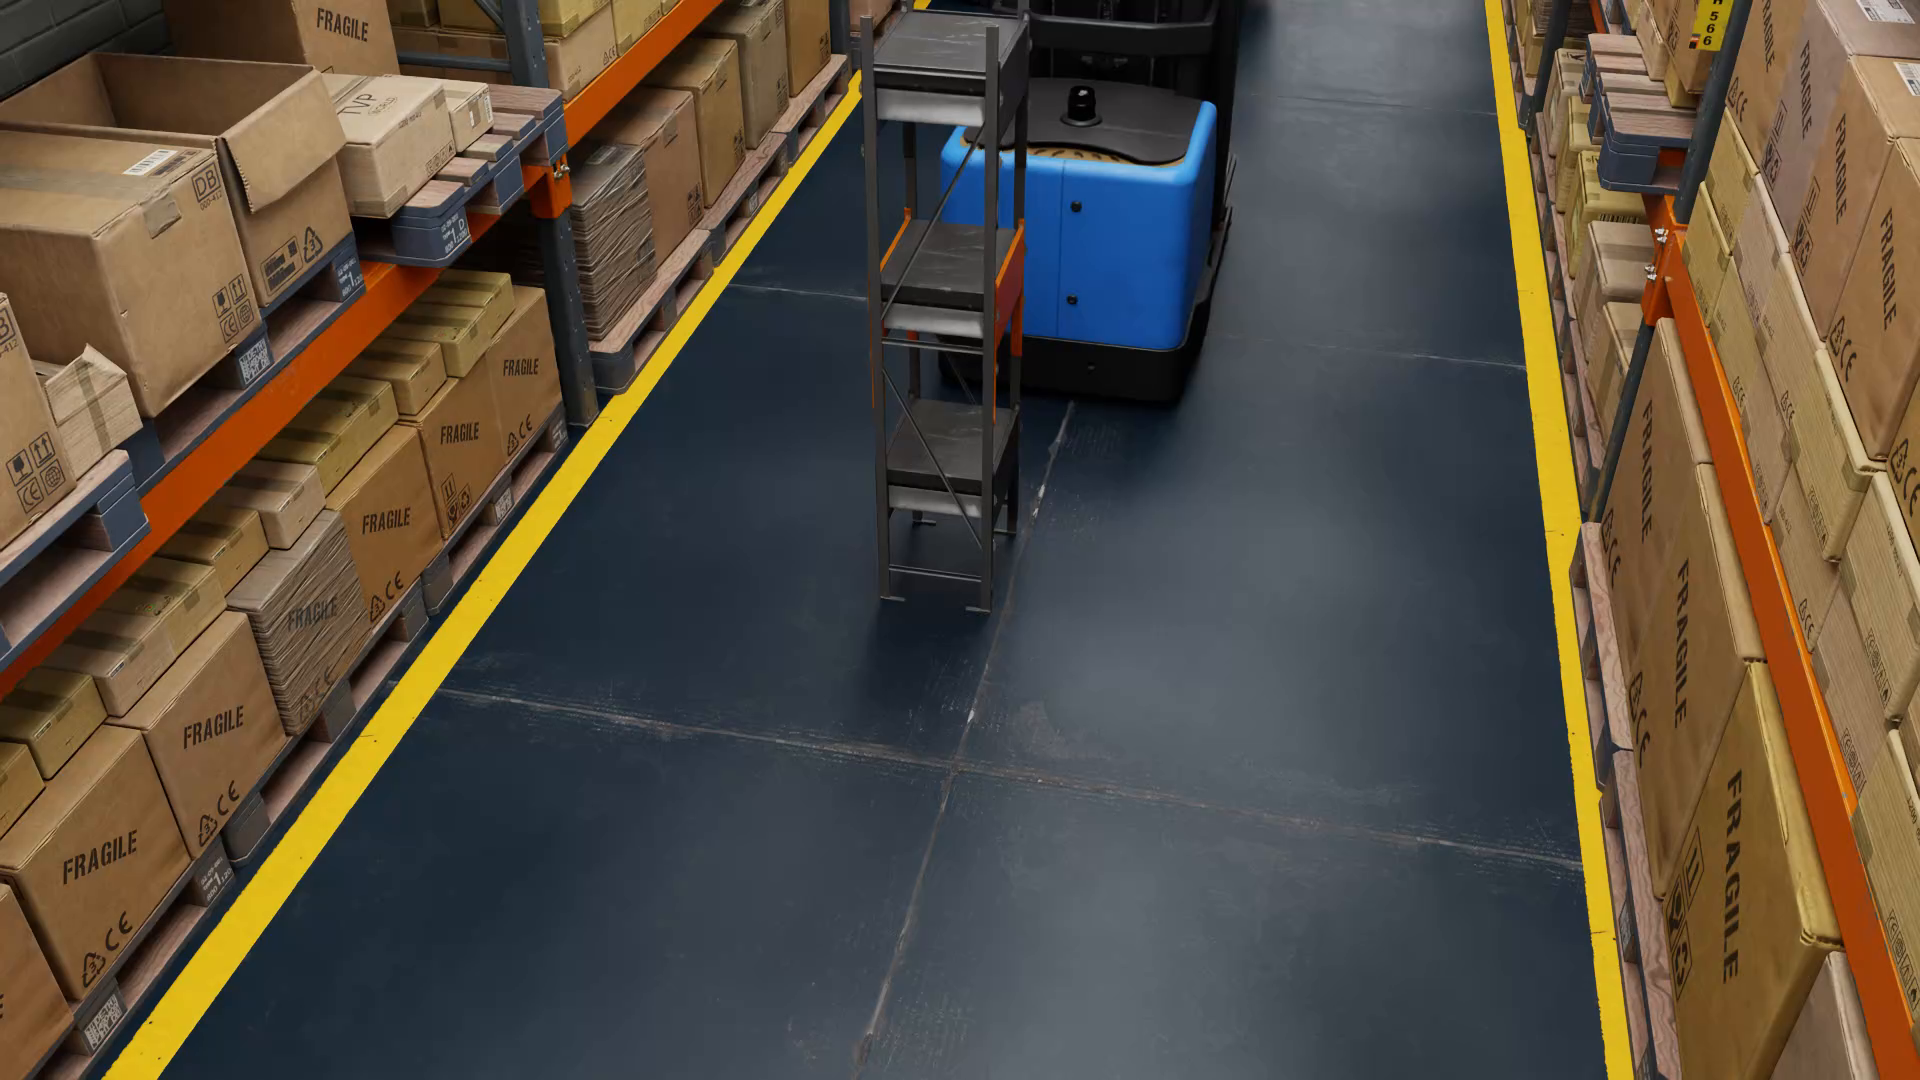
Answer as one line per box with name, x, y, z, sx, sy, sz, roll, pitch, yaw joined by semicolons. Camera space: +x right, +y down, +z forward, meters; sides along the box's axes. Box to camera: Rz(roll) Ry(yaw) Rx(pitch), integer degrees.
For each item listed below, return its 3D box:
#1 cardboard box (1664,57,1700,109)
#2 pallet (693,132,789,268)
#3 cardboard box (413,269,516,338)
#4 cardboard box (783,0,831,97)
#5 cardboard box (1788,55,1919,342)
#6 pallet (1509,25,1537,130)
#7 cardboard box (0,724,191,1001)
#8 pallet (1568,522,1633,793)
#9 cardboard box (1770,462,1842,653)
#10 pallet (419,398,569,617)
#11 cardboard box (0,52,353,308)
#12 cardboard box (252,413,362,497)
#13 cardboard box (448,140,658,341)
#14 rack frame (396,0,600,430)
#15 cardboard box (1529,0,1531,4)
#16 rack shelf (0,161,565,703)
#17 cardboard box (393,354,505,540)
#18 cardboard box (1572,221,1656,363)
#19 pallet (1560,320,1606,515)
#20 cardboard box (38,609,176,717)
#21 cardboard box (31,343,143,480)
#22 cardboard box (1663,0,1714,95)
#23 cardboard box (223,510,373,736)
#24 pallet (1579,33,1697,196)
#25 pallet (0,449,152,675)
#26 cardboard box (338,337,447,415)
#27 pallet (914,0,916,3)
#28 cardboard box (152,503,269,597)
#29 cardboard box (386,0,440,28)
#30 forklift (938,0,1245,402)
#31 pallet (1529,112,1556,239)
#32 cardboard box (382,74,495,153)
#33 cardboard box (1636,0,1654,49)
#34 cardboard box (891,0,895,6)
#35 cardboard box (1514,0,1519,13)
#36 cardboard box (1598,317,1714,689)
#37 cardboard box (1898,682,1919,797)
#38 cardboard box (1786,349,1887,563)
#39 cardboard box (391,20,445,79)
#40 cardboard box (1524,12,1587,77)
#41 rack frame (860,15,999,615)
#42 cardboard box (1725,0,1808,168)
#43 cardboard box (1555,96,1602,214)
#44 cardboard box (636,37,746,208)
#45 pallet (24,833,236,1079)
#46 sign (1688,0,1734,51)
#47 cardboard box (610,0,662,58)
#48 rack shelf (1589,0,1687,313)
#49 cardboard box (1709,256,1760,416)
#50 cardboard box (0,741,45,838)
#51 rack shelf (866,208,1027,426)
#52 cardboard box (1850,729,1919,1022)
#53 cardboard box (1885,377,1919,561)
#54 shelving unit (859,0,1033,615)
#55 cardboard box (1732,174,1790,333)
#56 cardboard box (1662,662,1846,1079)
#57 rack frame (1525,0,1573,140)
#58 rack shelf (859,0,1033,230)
cardboard box;2.664;-1.597;5.754;0.380;0.149;0.250;8;37;11
pallet;-1.536;-1.804;8.559;1.003;0.211;1.213;7;37;10
cardboard box;-1.871;-0.875;6.120;0.380;0.149;0.250;6;36;8
cardboard box;-1.259;-2.970;9.458;0.875;0.625;0.625;9;37;12
cardboard box;2.271;-0.762;3.808;0.500;0.500;0.500;8;37;11
pallet;3.800;-2.702;9.799;1.003;0.211;1.213;7;37;10
cardboard box;-2.440;0.811;4.347;0.500;0.500;0.500;7;36;9
pallet;2.595;0.423;5.487;1.003;0.211;1.213;7;37;10
cardboard box;2.175;0.041;3.765;0.500;0.250;0.500;7;37;10
pallet;-2.209;-0.216;6.369;1.003;0.211;1.213;7;37;10
cardboard box;-2.181;-1.022;4.658;0.797;0.503;0.637;7;36;9
cardboard box;-2.152;-0.280;5.300;0.380;0.149;0.250;7;36;9
cardboard box;-1.866;-1.333;7.199;0.875;0.625;0.625;8;37;11
rack frame;-2.013;-1.769;6.135;1.000;3.000;0.127;7;37;10
cardboard box;3.663;-3.467;9.824;0.500;0.500;0.500;8;37;11
rack shelf;-2.440;-0.331;4.764;1.077;0.370;4.000;7;37;10
cardboard box;-2.010;-0.372;5.979;0.500;0.500;0.500;7;36;9
cardboard box;3.117;-1.002;6.957;0.950;0.372;0.625;7;36;9
pallet;3.006;-0.468;6.715;1.003;0.211;1.213;7;37;10
cardboard box;-2.368;0.317;4.476;0.380;0.149;0.250;7;37;10
cardboard box;-2.195;-0.340;3.919;0.396;0.266;0.258;9;37;12
cardboard box;2.663;-1.775;5.447;0.500;0.500;0.500;6;36;9
cardboard box;-2.212;0.229;5.151;0.500;0.500;0.500;6;36;8
pallet;2.885;-1.493;5.917;1.213;0.211;1.003;7;37;10
pallet;-2.590;0.158;3.640;1.003;0.211;1.213;7;37;10
cardboard box;-1.998;-0.569;5.698;0.380;0.149;0.250;6;36;8
pallet;-0.689;-4.085;11.707;1.003;0.211;1.213;7;37;10
cardboard box;-2.284;0.017;4.890;0.380;0.149;0.250;7;37;10
cardboard box;-2.188;-2.203;6.435;0.500;0.250;0.500;8;37;11
forklift;0.746;-2.627;7.377;1.130;2.935;3.031;8;37;11
pallet;3.527;-1.866;8.645;1.003;0.211;1.213;7;37;10
cardboard box;-1.778;-1.412;5.499;0.380;0.149;0.250;8;37;11
cardboard box;2.736;-1.891;6.159;0.380;0.149;0.250;6;36;8
cardboard box;-0.638;-3.648;10.712;0.500;0.250;0.500;7;36;9
cardboard box;3.772;-3.469;10.465;0.500;0.250;0.500;8;37;11
cardboard box;2.609;-0.073;5.247;0.875;0.875;0.875;7;37;10
cardboard box;1.939;0.432;2.800;0.500;0.250;0.500;8;37;11
cardboard box;2.137;-0.161;3.619;0.500;0.250;0.500;8;37;11
cardboard box;-2.167;-1.998;6.578;0.500;0.250;0.500;7;36;9
cardboard box;3.555;-2.871;9.641;0.500;0.250;0.500;9;37;12
rack frame;-0.087;-0.615;5.310;0.400;2.100;0.015;7;37;10
cardboard box;2.493;-1.342;4.608;0.500;0.500;0.500;6;36;8
cardboard box;3.432;-1.834;8.106;0.950;0.372;0.625;10;37;13
cardboard box;-1.591;-2.095;8.250;0.875;0.625;0.625;6;36;8
pallet;-2.730;1.182;4.439;1.003;0.211;1.213;7;37;10
sign;2.305;-1.648;5.049;0.100;0.325;0.005;7;37;10
cardboard box;-1.567;-2.220;6.884;0.500;0.250;0.500;7;36;9
rack shelf;3.264;-2.004;7.072;1.077;0.370;4.000;7;37;10
cardboard box;2.394;-0.542;4.570;0.500;0.250;0.500;6;36;9
cardboard box;-2.503;0.614;4.066;0.380;0.149;0.250;6;36;8
rack shelf;-0.035;-0.744;5.511;0.431;0.518;0.480;7;37;10
cardboard box;1.942;0.625;2.960;0.500;0.250;0.500;7;36;9
cardboard box;2.064;-0.174;2.997;0.500;0.500;0.500;8;37;11
shelving unit;-0.035;-0.755;5.503;0.431;2.100;0.503;7;37;10
cardboard box;2.376;-0.735;4.410;0.500;0.250;0.500;8;37;11
cardboard box;2.222;0.950;3.835;0.875;0.875;0.875;8;37;11
rack frame;3.692;-3.442;8.443;1.000;3.000;0.127;7;37;10
rack shelf;-0.035;-1.311;5.100;0.431;0.518;0.480;7;37;10
